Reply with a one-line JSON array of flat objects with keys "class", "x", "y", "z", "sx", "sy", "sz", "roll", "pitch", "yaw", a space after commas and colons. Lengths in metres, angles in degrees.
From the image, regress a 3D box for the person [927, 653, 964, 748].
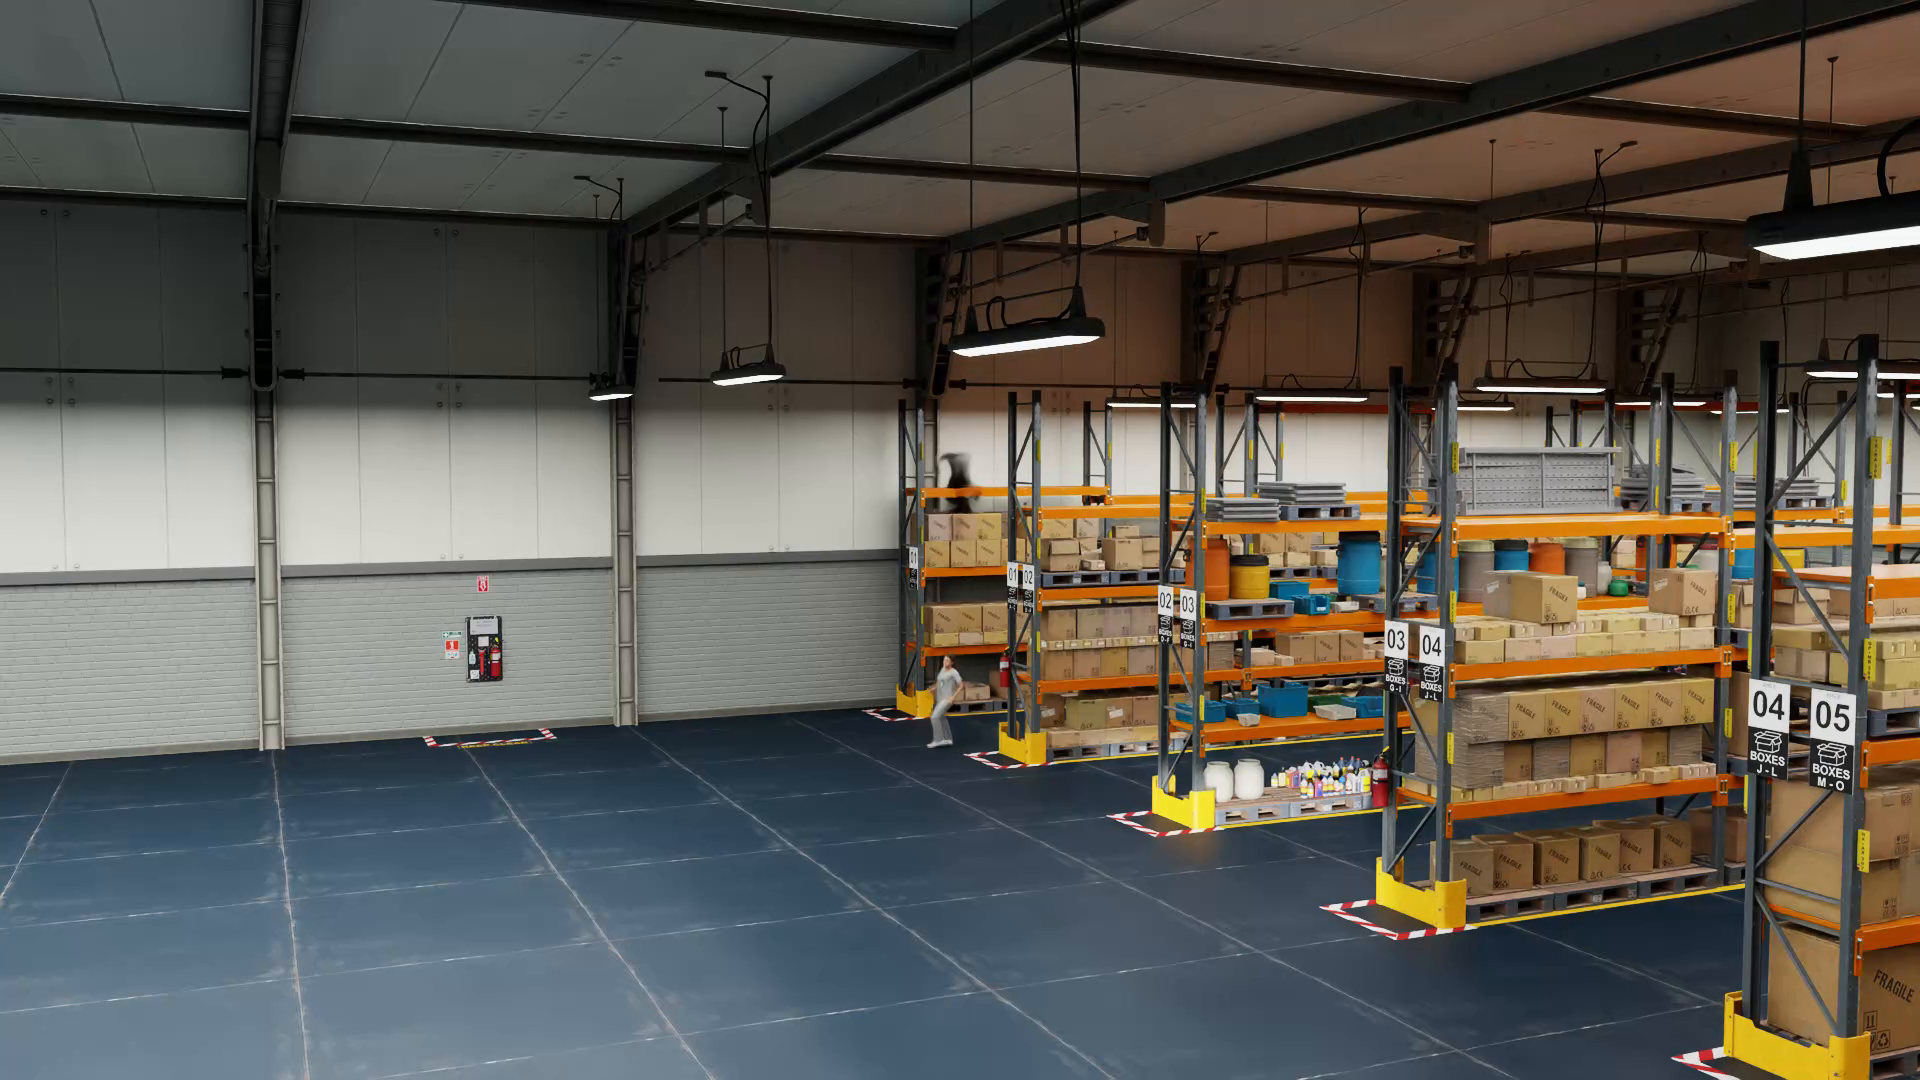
[{"class": "person", "x": -0.244, "y": 2.705, "z": 28.066, "sx": 0.557, "sy": 1.630, "sz": 0.611, "roll": -2, "pitch": 4, "yaw": -35}]
